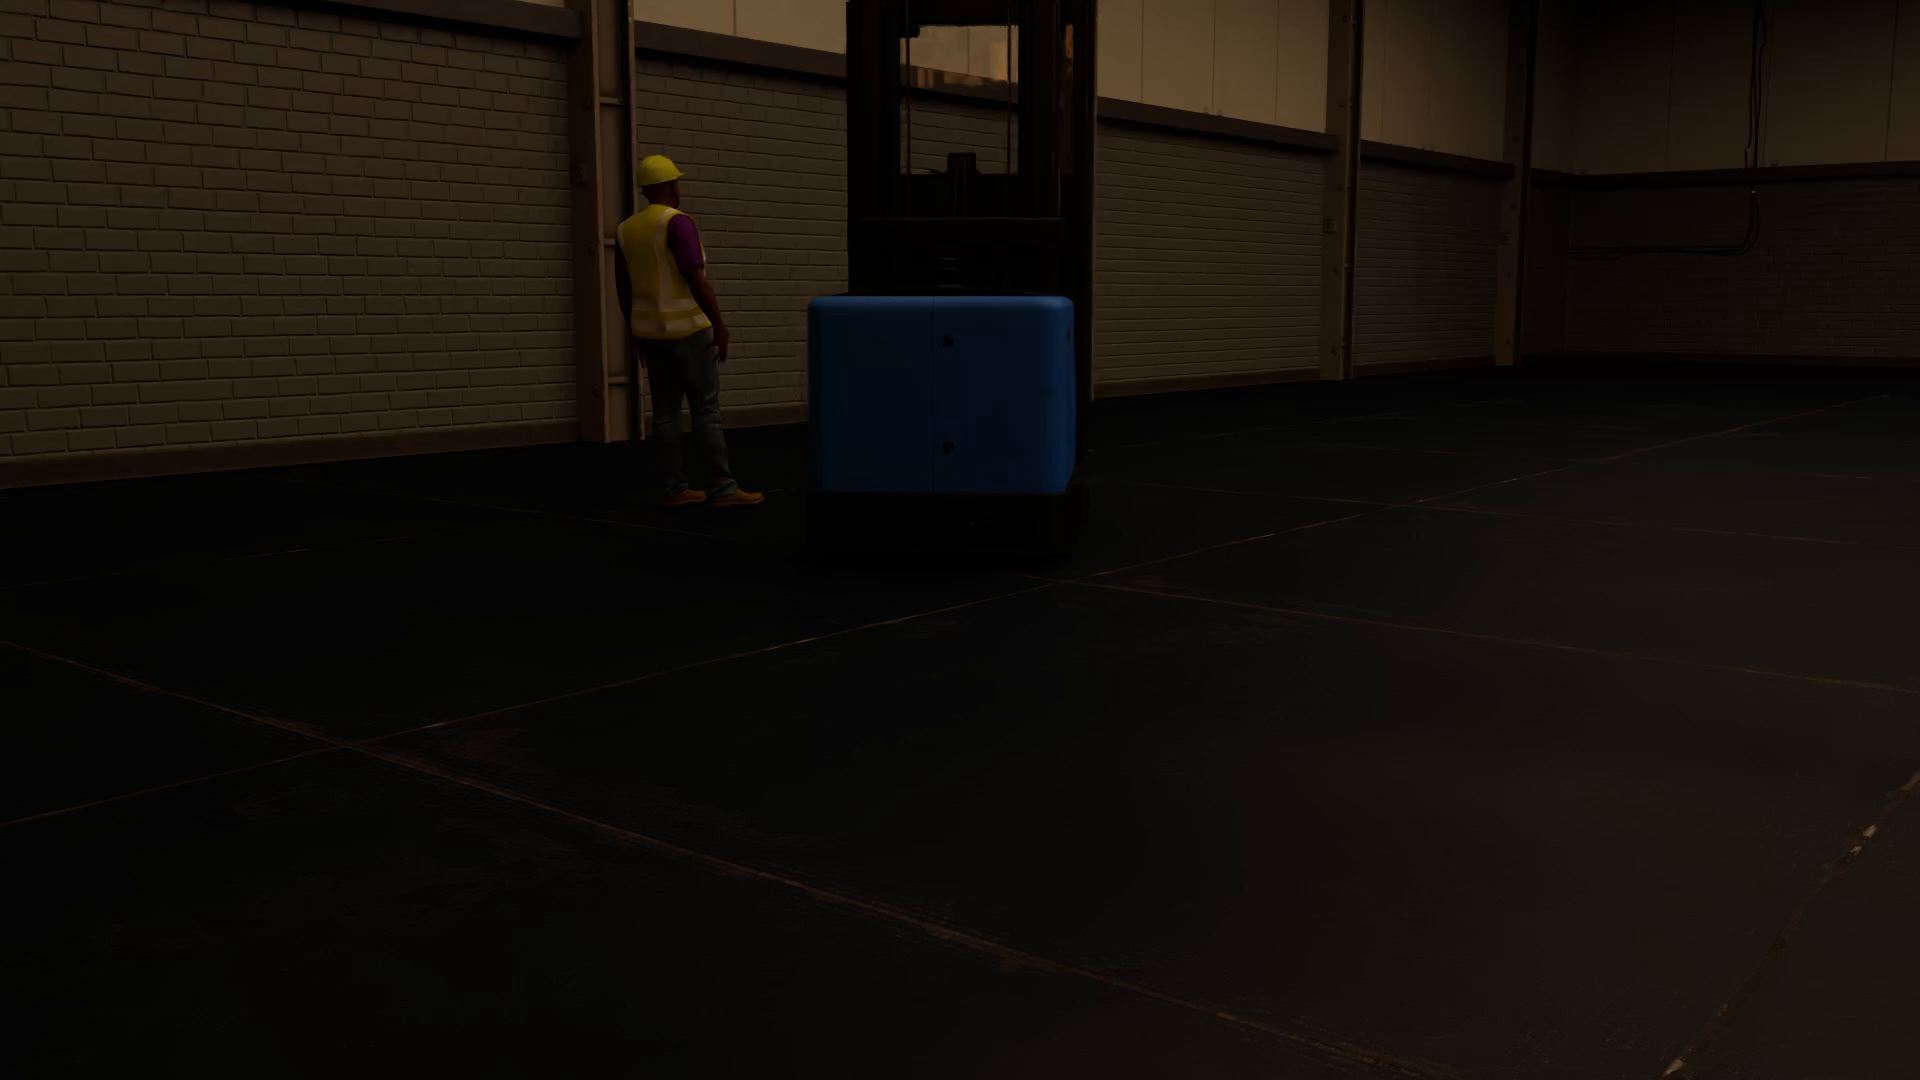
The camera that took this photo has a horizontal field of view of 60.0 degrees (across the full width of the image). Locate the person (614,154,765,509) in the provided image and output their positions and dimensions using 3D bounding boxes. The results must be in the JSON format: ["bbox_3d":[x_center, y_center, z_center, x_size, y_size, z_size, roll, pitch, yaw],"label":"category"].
[{"bbox_3d":[-1.402,-1.050,8.446,0.670,1.770,0.561,6,10,36],"label":"person"}]

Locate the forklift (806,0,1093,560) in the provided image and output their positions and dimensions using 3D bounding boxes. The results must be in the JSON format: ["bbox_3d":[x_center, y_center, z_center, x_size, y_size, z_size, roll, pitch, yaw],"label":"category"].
[{"bbox_3d":[0.059,-1.544,7.831,1.130,2.935,3.031,1,8,6],"label":"forklift"}]
